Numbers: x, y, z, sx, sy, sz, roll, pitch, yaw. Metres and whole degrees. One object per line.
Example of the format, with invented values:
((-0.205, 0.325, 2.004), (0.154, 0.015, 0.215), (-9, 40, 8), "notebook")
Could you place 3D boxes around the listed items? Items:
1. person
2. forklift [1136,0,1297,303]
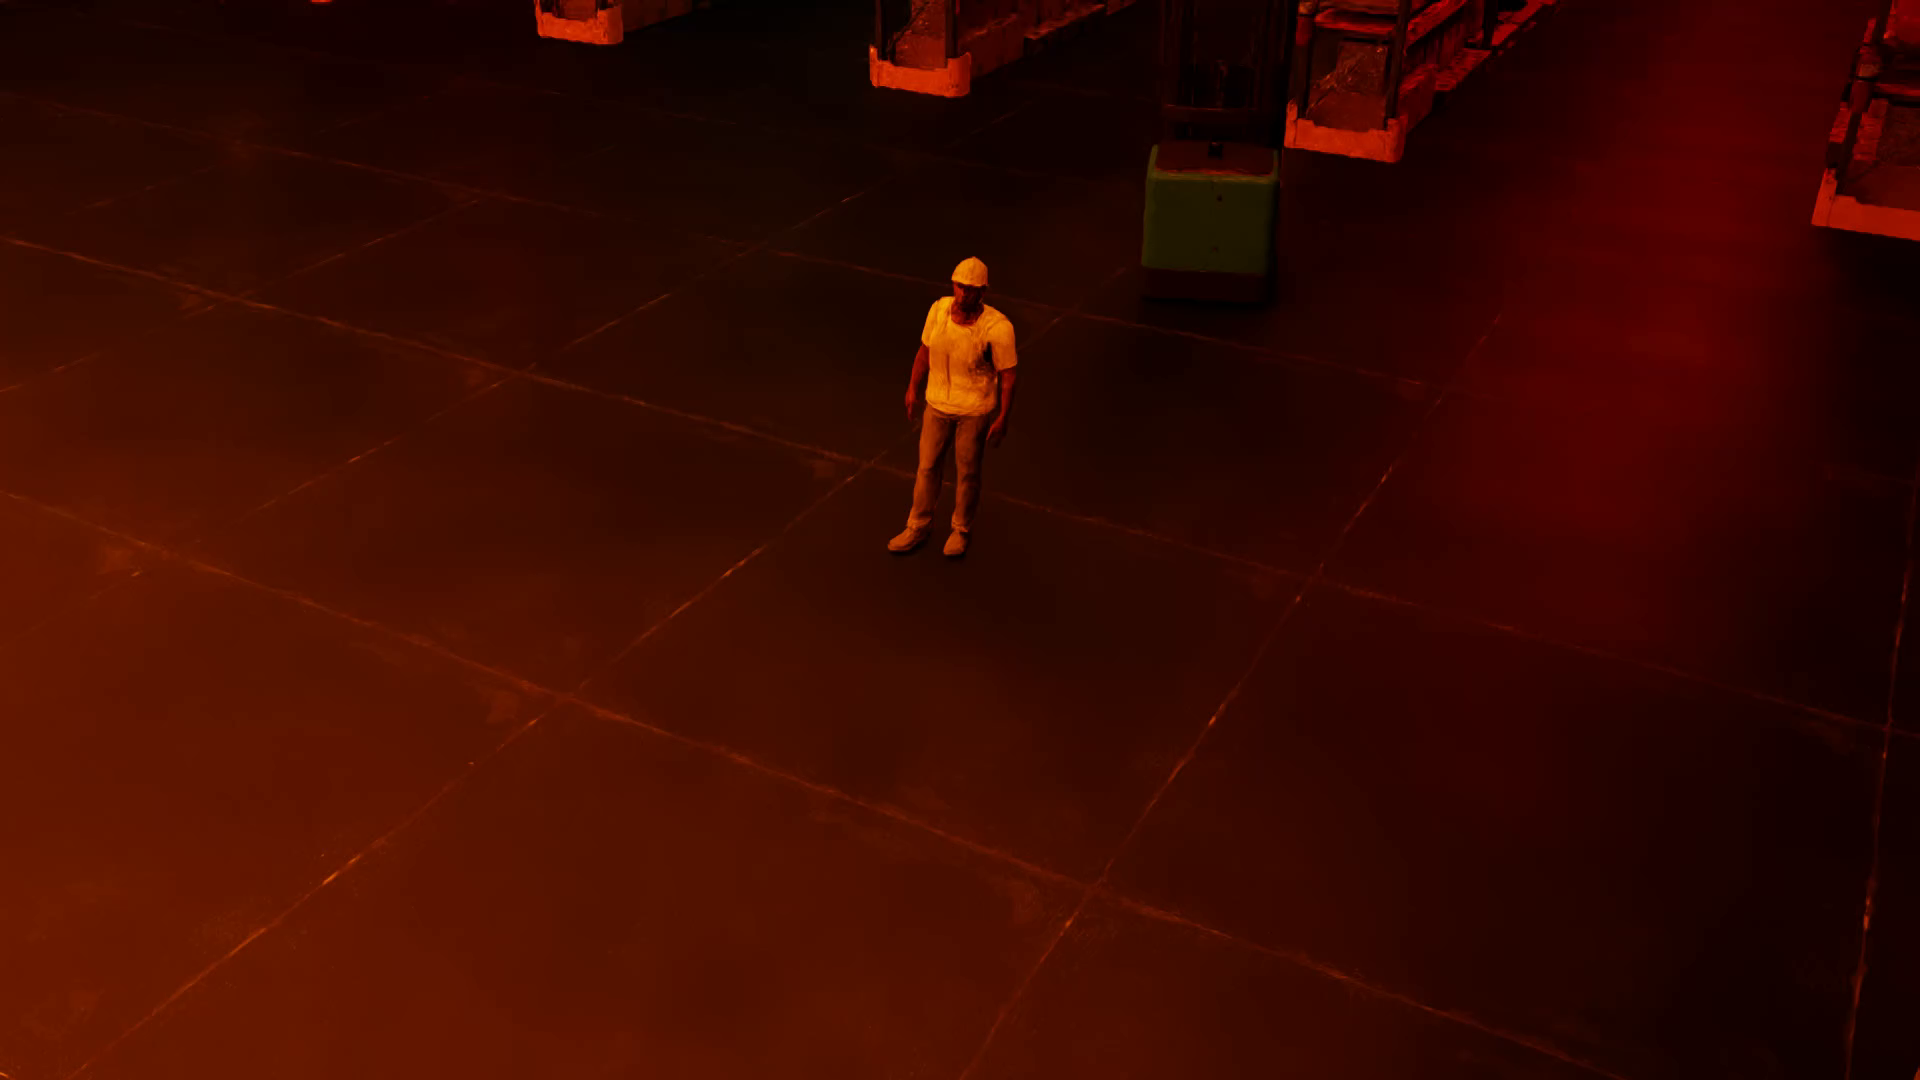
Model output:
((-0.039, -0.742, 9.507), (0.665, 1.766, 0.576), (15, 33, 25), "person")
((2.163, -3.852, 13.744), (1.130, 2.935, 3.031), (4, 30, 8), "forklift")
